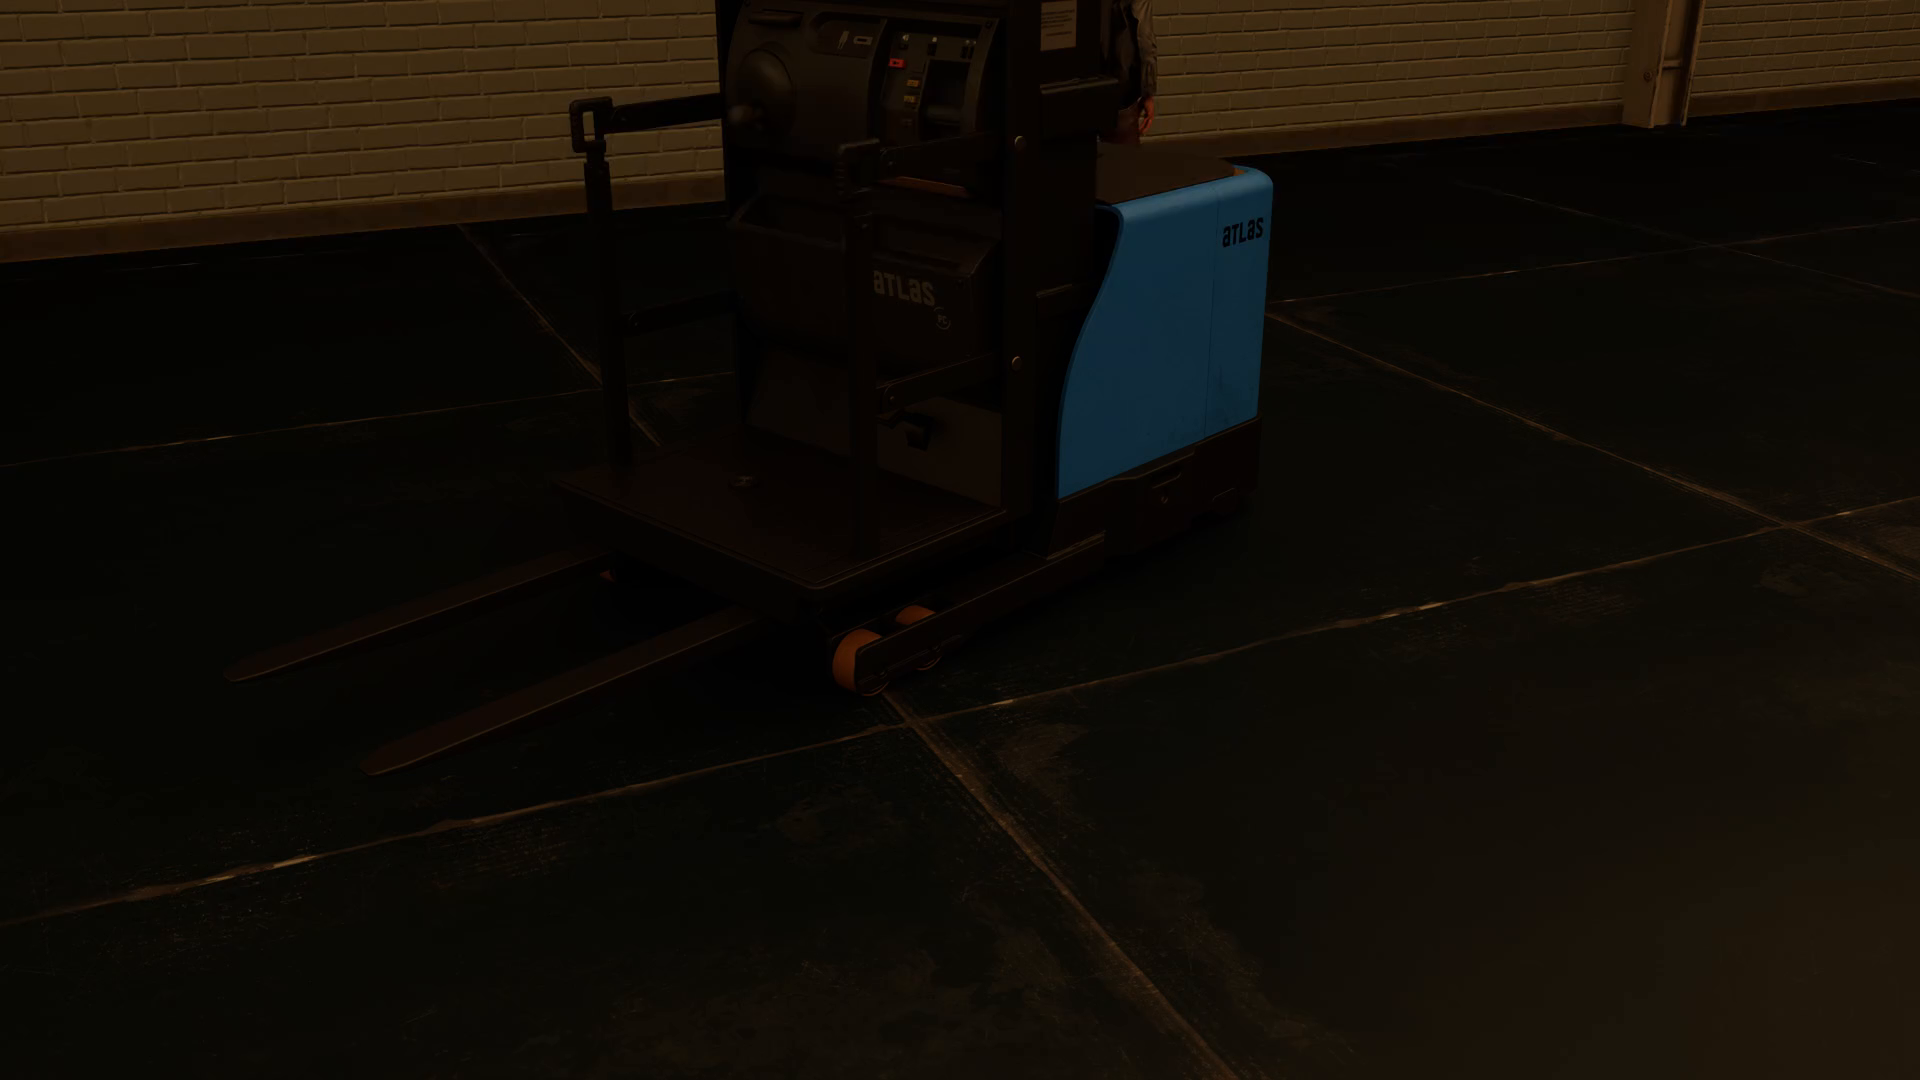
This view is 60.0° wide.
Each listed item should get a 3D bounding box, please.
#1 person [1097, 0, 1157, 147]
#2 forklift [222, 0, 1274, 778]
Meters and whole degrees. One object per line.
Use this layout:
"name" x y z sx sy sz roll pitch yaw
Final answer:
"person" 0.618 -2.020 7.730 0.590 1.720 0.427 4 23 8
"forklift" -0.413 -1.182 4.131 1.130 2.935 3.031 19 29 39
